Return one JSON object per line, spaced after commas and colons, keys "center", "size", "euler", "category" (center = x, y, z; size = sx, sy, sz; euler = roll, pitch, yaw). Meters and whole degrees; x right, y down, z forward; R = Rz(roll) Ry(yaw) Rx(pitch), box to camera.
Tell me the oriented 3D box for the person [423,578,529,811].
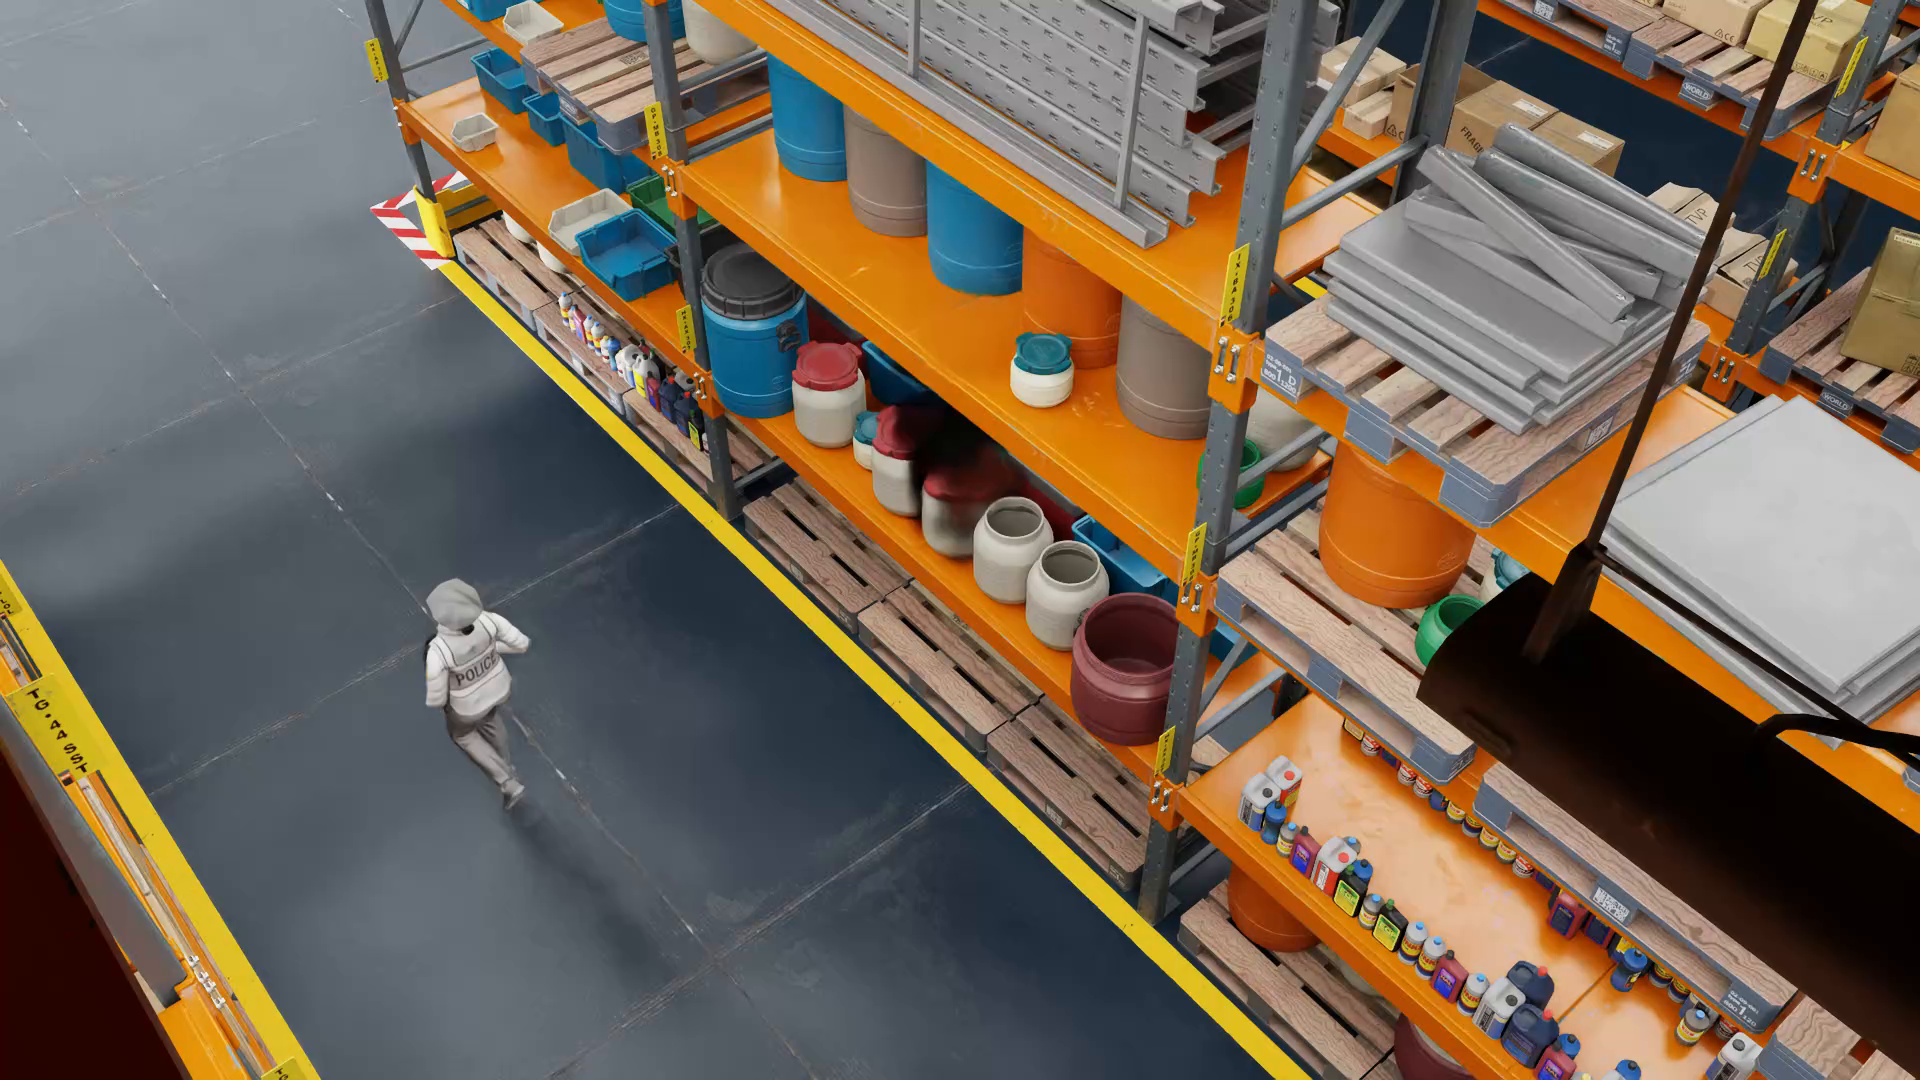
{"center": [-2.510, 0.794, 8.684], "size": [0.531, 1.660, 0.615], "euler": [33, 55, 28], "category": "person"}
